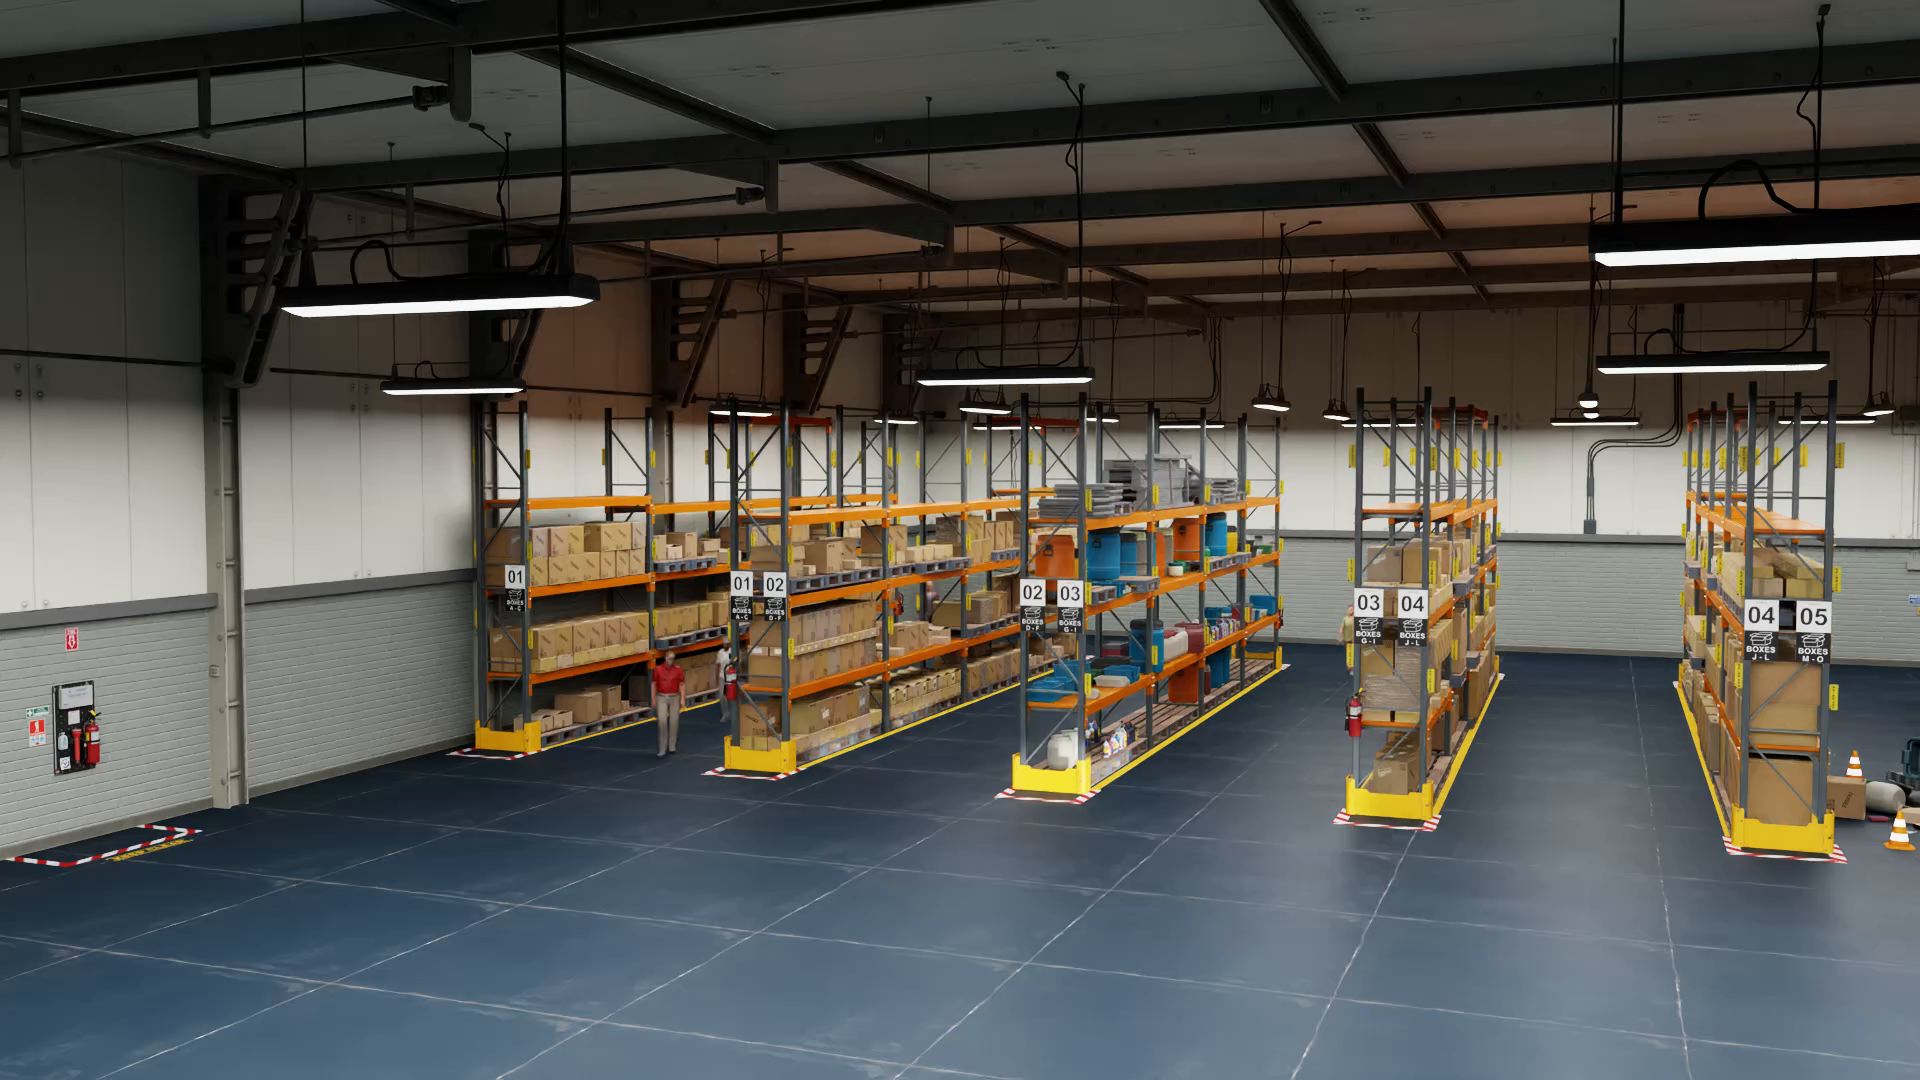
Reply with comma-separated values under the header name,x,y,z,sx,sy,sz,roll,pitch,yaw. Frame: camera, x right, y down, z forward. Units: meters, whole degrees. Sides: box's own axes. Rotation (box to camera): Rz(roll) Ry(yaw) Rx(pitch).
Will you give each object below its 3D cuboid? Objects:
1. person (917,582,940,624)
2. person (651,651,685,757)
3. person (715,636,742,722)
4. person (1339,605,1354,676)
name,x,y,z,sx,sy,sz,roll,pitch,yaw
person,-0.817,1.960,44.205,0.607,1.706,1.169,-1,3,-13
person,-4.944,2.792,28.286,0.562,1.789,0.594,-1,3,-20
person,-4.410,2.639,31.805,0.536,1.658,0.503,1,3,14
person,9.059,2.309,38.543,0.530,1.612,1.082,1,3,18
